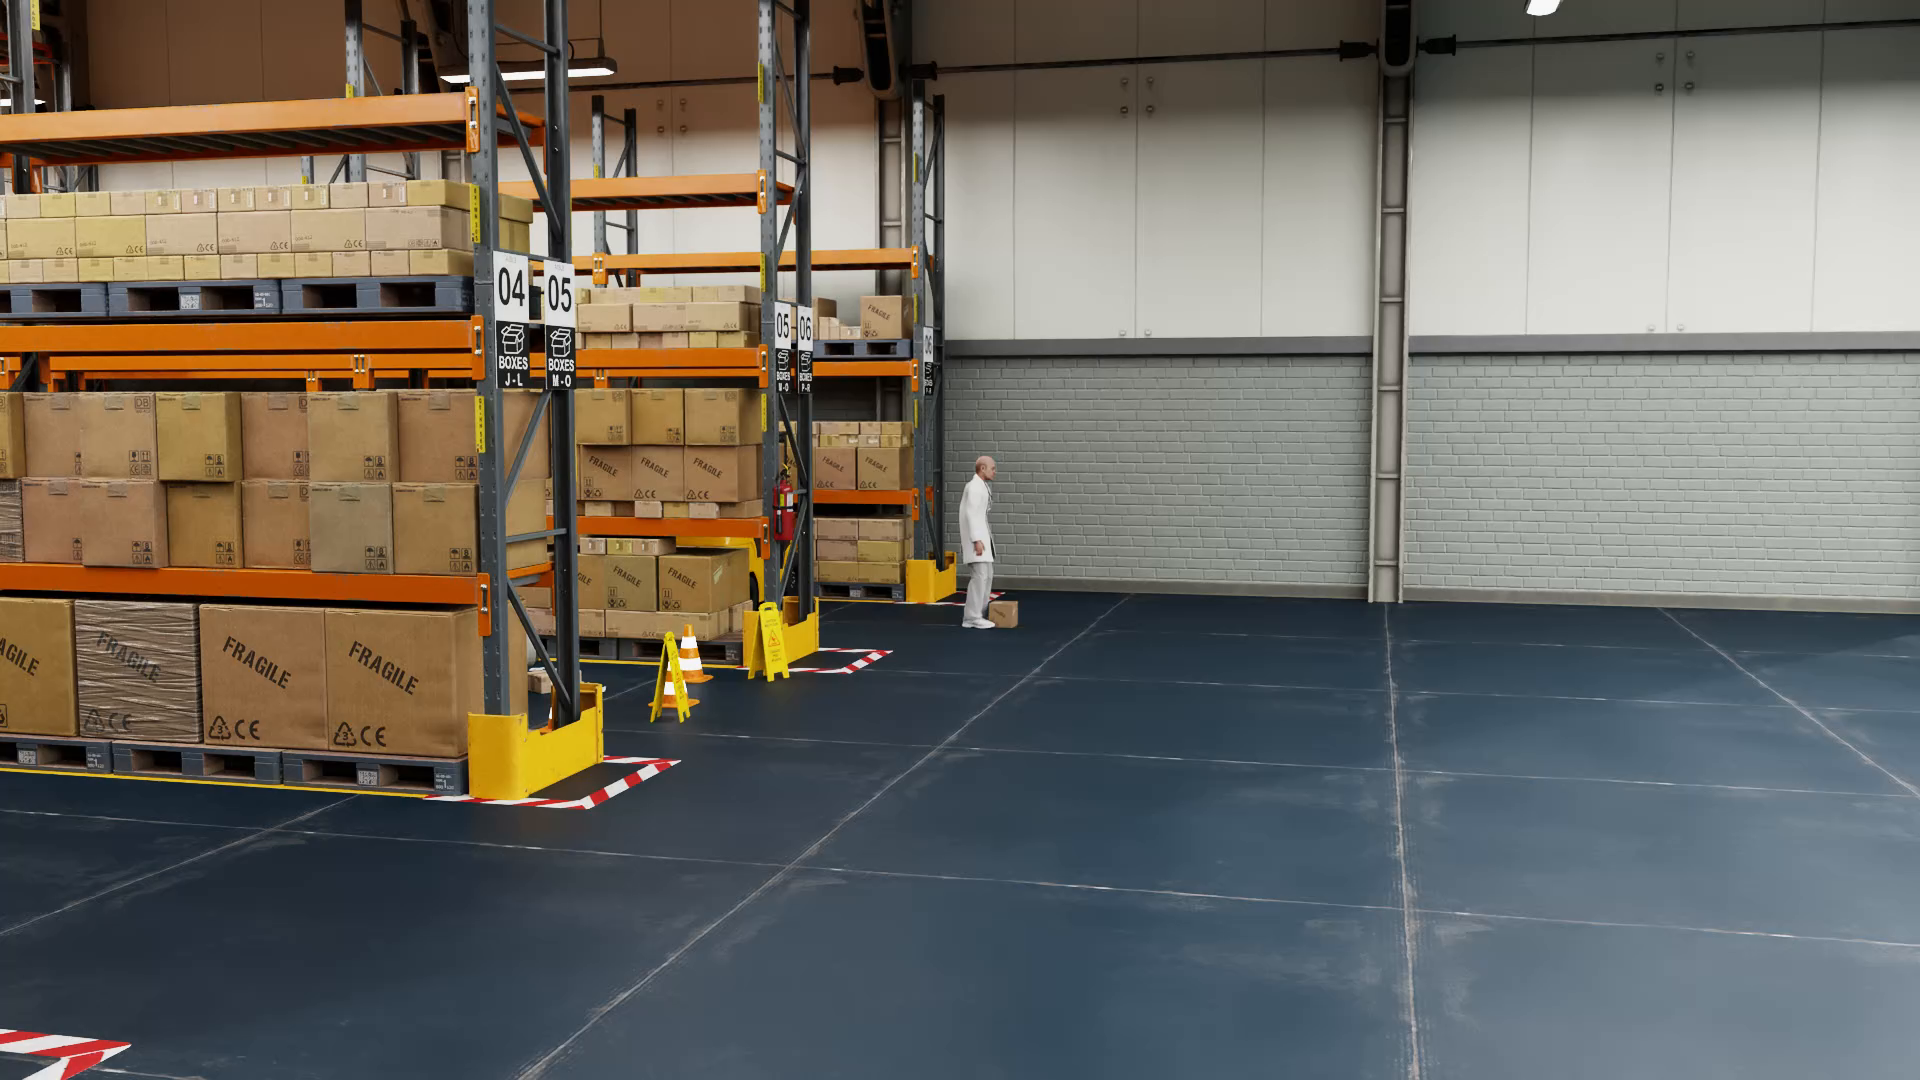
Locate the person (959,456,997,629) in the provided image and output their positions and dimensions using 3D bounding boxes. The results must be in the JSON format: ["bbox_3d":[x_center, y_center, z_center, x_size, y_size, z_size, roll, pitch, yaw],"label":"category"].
[{"bbox_3d":[0.209,0.011,17.333,0.429,1.772,0.645,1,5,10],"label":"person"}]
